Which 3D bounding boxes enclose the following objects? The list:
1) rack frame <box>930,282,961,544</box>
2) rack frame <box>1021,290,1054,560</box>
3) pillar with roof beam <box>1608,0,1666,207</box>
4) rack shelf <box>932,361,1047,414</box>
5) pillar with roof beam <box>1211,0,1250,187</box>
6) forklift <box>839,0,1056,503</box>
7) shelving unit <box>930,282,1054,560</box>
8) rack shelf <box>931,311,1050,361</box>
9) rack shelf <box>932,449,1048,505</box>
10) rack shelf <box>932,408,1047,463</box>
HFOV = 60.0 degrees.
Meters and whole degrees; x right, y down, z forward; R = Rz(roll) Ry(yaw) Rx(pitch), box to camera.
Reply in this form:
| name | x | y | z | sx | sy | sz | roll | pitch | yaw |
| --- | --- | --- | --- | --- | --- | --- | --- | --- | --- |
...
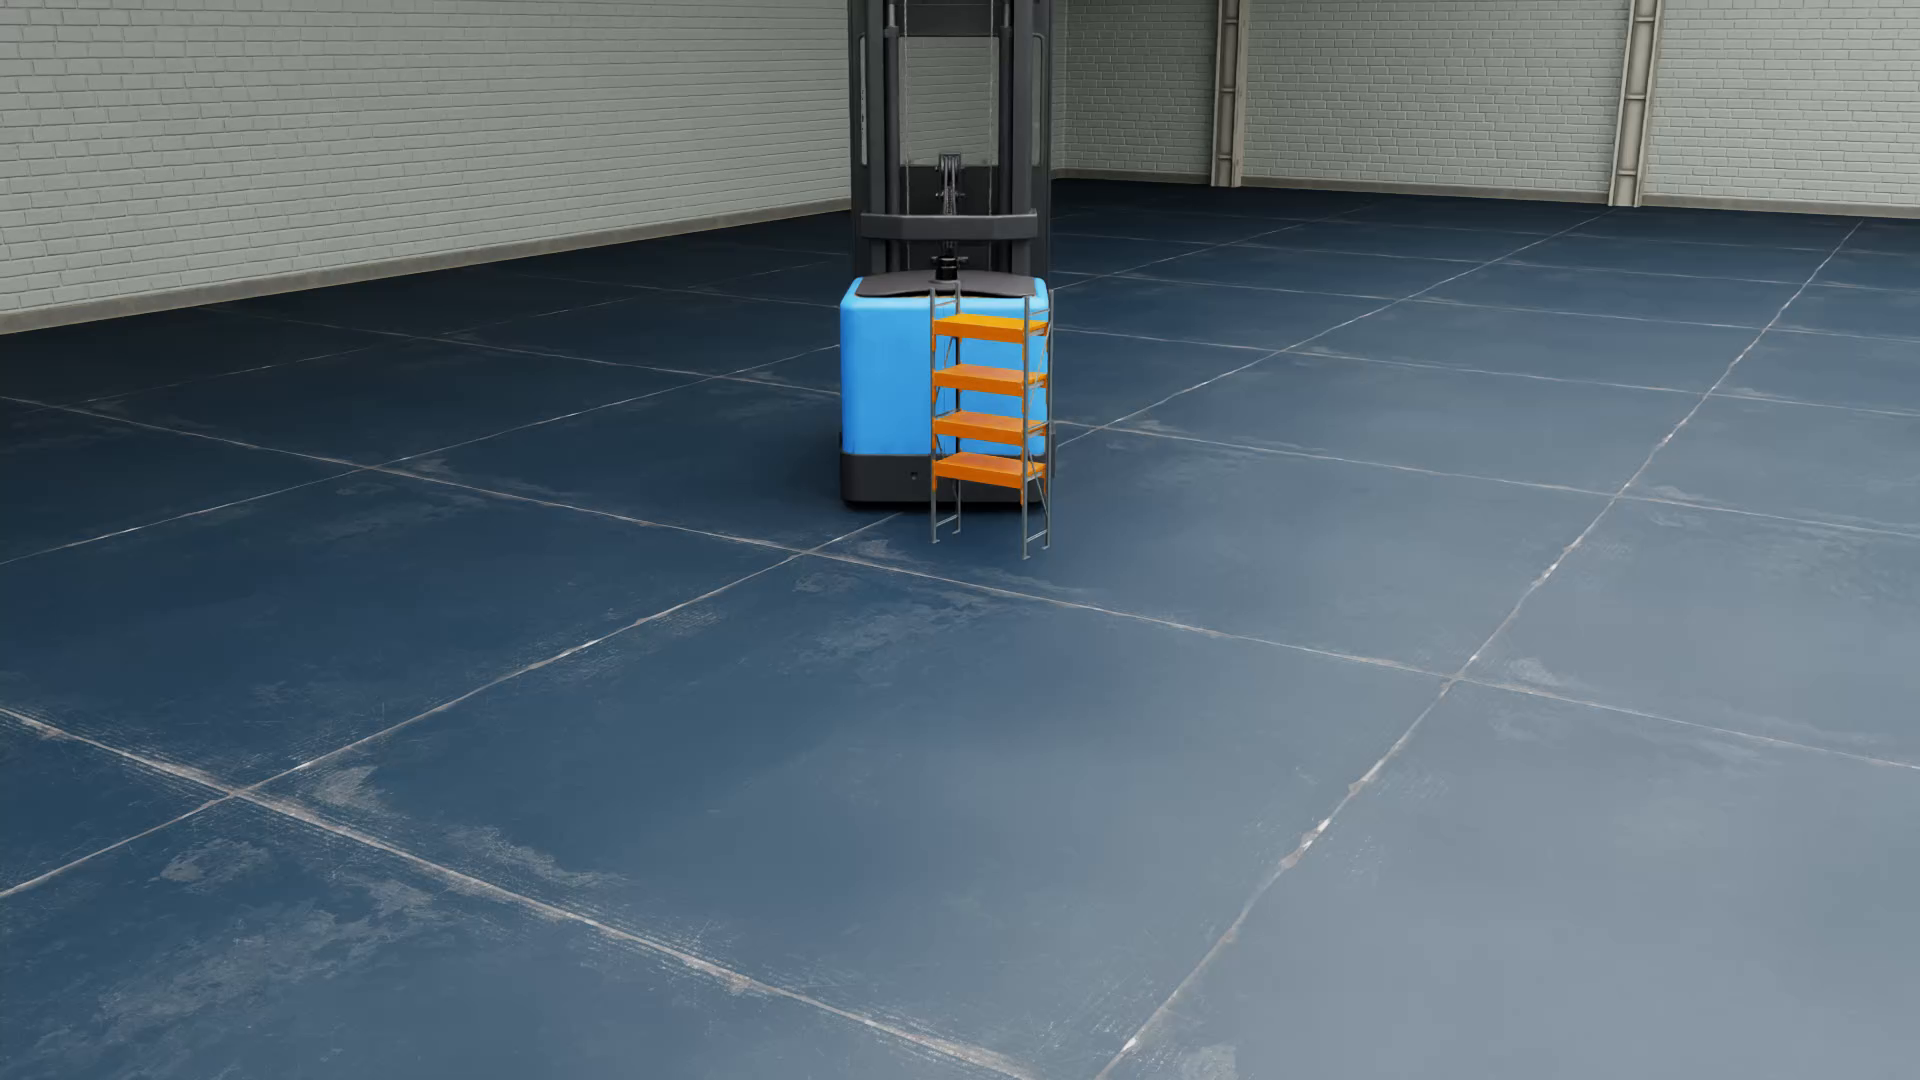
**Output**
| name | x | y | z | sx | sy | sz | roll | pitch | yaw |
| --- | --- | --- | --- | --- | --- | --- | --- | --- | --- |
| rack frame | -0.067 | -0.586 | 7.746 | 0.015 | 1.200 | 0.240 | 10 | 20 | 30 |
| rack frame | 0.349 | -0.512 | 7.502 | 0.015 | 1.200 | 0.240 | 10 | 20 | 30 |
| pillar with roof beam | 7.073 | -7.933 | 18.513 | 0.400 | 9.000 | 9.100 | 10 | 20 | 30 |
| rack shelf | 0.141 | -0.699 | 7.578 | 0.480 | 0.148 | 0.258 | 10 | 20 | 30 |
| pillar with roof beam | 1.961 | -8.845 | 21.517 | 0.400 | 9.000 | 9.100 | 10 | 20 | 30 |
| forklift | -0.044 | -1.961 | 9.295 | 1.130 | 2.935 | 3.031 | 0 | 17 | 1 |
| shelving unit | 0.141 | -0.549 | 7.624 | 0.503 | 1.200 | 0.258 | 10 | 20 | 30 |
| rack shelf | 0.141 | -0.925 | 7.510 | 0.480 | 0.148 | 0.258 | 10 | 20 | 30 |
| rack shelf | 0.141 | -0.295 | 7.701 | 0.480 | 0.148 | 0.258 | 10 | 20 | 30 |
| rack shelf | 0.141 | -0.485 | 7.643 | 0.480 | 0.148 | 0.258 | 10 | 20 | 30 |
